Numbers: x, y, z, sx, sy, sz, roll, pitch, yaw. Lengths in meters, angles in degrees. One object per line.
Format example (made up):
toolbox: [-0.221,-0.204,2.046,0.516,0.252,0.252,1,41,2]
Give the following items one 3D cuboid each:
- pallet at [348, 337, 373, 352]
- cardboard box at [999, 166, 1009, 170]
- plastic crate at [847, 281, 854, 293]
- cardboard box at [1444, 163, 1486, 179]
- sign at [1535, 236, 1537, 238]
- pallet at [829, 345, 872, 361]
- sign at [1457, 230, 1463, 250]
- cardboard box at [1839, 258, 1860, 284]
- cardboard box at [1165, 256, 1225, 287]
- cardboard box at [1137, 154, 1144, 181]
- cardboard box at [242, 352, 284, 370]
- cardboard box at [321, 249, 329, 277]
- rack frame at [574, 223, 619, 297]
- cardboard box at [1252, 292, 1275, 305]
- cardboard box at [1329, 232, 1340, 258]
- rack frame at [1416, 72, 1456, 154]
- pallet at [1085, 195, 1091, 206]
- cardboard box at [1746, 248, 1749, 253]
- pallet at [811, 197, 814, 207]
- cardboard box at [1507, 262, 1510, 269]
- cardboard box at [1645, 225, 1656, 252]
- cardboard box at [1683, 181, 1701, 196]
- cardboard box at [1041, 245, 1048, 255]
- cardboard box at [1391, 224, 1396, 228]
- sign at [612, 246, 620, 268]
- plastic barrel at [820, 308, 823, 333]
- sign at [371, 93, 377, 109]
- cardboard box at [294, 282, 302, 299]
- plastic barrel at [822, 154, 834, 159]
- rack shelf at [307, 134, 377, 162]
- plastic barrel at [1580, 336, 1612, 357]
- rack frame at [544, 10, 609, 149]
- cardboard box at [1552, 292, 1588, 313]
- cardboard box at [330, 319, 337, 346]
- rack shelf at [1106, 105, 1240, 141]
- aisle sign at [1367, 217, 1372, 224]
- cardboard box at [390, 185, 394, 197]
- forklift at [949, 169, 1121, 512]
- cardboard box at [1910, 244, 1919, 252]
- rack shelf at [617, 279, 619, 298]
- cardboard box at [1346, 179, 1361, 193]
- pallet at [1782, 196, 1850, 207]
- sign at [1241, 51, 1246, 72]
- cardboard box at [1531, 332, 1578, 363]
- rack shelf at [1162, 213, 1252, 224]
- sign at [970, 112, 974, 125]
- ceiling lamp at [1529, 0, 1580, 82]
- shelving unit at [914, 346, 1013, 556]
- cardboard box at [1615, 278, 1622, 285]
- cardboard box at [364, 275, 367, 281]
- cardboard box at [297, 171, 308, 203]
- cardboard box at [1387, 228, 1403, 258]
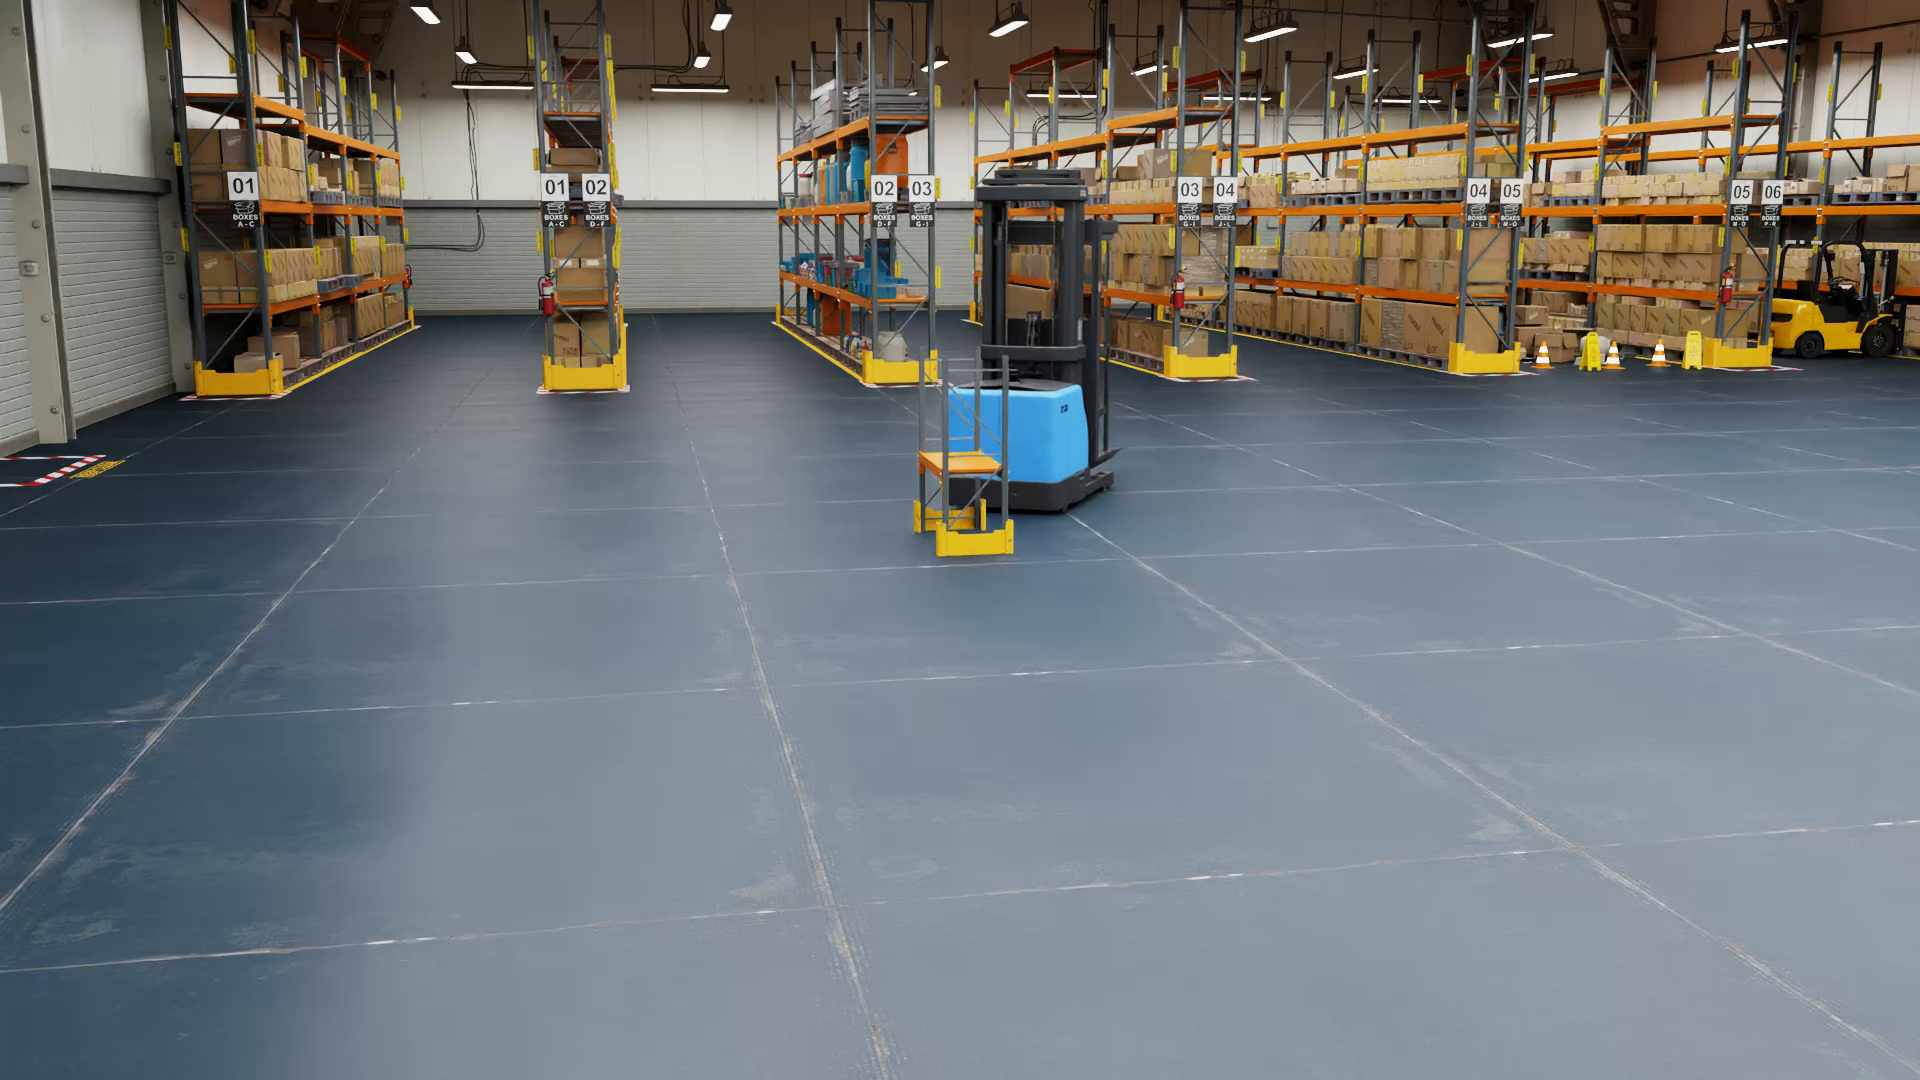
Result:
pallet: [-12.246,-3.864,32.932,1.003,0.211,1.213,-2,11,-11]
cardboard box: [1.237,-8.870,40.088,0.500,0.250,0.500,-2,11,-13]
plastic crate: [-1.683,-4.350,28.594,0.450,0.188,0.662,-2,11,-11]
cardboard box: [8.482,-6.202,27.953,0.500,0.250,0.500,-2,11,-10]
sign: [12.661,-6.538,36.642,0.100,0.325,0.005,-2,11,-11]
pallet: [-1.861,-3.486,30.946,1.003,0.211,1.213,-2,11,-11]
sign: [8.316,-4.989,27.657,0.100,0.325,0.005,-2,11,-11]
cardboard box: [17.725,-5.298,32.742,0.500,0.500,0.500,-2,11,-10]
cardboard box: [3.886,-4.457,27.526,0.875,0.500,0.500,-2,11,-11]
cardboard box: [3.526,-6.734,30.133,0.500,0.500,0.500,-2,11,-13]
cardboard box: [-10.768,-2.749,25.632,0.500,0.311,0.500,-1,11,-6]
cardboard box: [-11.714,-4.935,29.658,0.700,0.500,0.500,-1,11,-3]
rack frame: [-8.864,-6.734,40.556,1.000,3.000,0.127,-2,11,-11]
cardboard box: [6.796,-5.343,36.805,0.500,0.250,0.500,-2,11,-10]
cardboard box: [7.771,-5.873,33.089,0.700,0.500,0.500,-2,11,-11]
rack frame: [11.353,-9.668,39.923,1.000,3.000,0.127,-2,11,-11]
pallet: [2.968,-6.582,32.233,1.213,0.211,1.003,-2,11,-11]
cardboard box: [17.033,-6.231,35.907,0.380,0.149,0.250,-2,11,-10]
pallet: [-2.501,-6.971,34.283,1.003,0.211,1.213,-2,11,-11]
cardboard box: [12.034,-5.951,35.987,0.380,0.149,0.250,-3,11,-15]
cardboard box: [13.121,-5.571,30.709,0.700,0.500,0.500,-2,11,-11]
cardboard box: [13.239,-6.243,29.556,0.500,0.250,0.500,-2,11,-12]
cardboard box: [2.160,-6.423,35.969,0.797,0.503,0.637,-2,11,-10]
cardboard box: [10.930,-7.769,41.314,0.380,0.149,0.250,-2,11,-11]
sign: [-5.206,-4.283,25.150,0.100,0.325,0.005,-2,11,-11]
plastic barrel: [-2.758,-4.620,34.979,0.421,0.512,0.421,0,11,0]
sign: [-12.414,-9.287,35.211,0.100,0.325,0.005,-2,11,-11]
cardboard box: [-10.698,-3.937,26.209,0.500,0.250,0.500,-2,11,-10]
plastic barrel: [-2.556,-7.442,33.978,0.600,0.830,0.708,-2,11,-11]
rack shelf: [-12.555,-7.850,33.368,1.077,0.370,4.000,-2,11,-11]
plastic barrel: [11.800,-3.578,30.863,0.512,0.421,0.421,6,12,28]
rack frame: [-6.530,-7.481,28.432,1.000,3.000,0.127,-2,11,-11]
cardboard box: [15.799,-6.150,43.046,0.700,0.500,0.500,-3,11,-13]
cardboard box: [-11.989,-3.846,30.887,0.700,0.500,0.500,-2,11,-11]
rack shelf: [3.577,-7.118,28.461,1.077,0.370,4.000,-2,11,-11]
aisle sign: [10.865,-8.756,44.224,0.394,0.787,0.004,-2,11,-11]
cardboard box: [-13.111,-7.893,37.634,0.500,0.250,0.500,-2,11,-13]
forklift: [0.823,-1.912,15.403,1.130,2.935,3.031,4,11,19]
cardboard box: [17.988,-5.456,31.043,0.380,0.149,0.250,-2,11,-10]
rack shelf: [-7.697,-5.281,34.842,1.077,0.370,4.000,-2,11,-11]
cardboard box: [7.778,-6.834,32.067,0.500,0.250,0.500,-2,11,-10]
pallet: [17.593,-6.976,34.312,0.805,0.209,1.217,-3,11,-13]
sign: [4.498,-7.624,26.476,0.100,0.325,0.005,-2,11,-11]
cardboard box: [10.862,-3.524,30.363,0.637,0.503,0.797,9,14,38]
rack shelf: [6.128,-8.009,41.155,1.077,0.370,4.000,-2,11,-11]
sign: [0.308,-10.559,41.682,0.100,0.325,0.005,-2,11,-11]
ceiling lamp: [14.228,-12.483,39.102,0.800,3.185,2.000,-2,11,-11]
shelving unit: [0.015,-0.723,12.983,0.587,1.500,1.083,-2,11,-11]
cardboard box: [12.837,-4.969,31.950,0.380,0.149,0.250,-2,11,-11]
cardboard box: [-12.356,-5.371,34.011,0.380,0.149,0.250,-2,11,-9]
cardboard box: [-11.047,-5.801,27.309,0.500,0.500,0.500,-2,11,-9]
cardboard box: [8.302,-5.389,30.201,0.875,0.550,0.550,-2,11,-11]
